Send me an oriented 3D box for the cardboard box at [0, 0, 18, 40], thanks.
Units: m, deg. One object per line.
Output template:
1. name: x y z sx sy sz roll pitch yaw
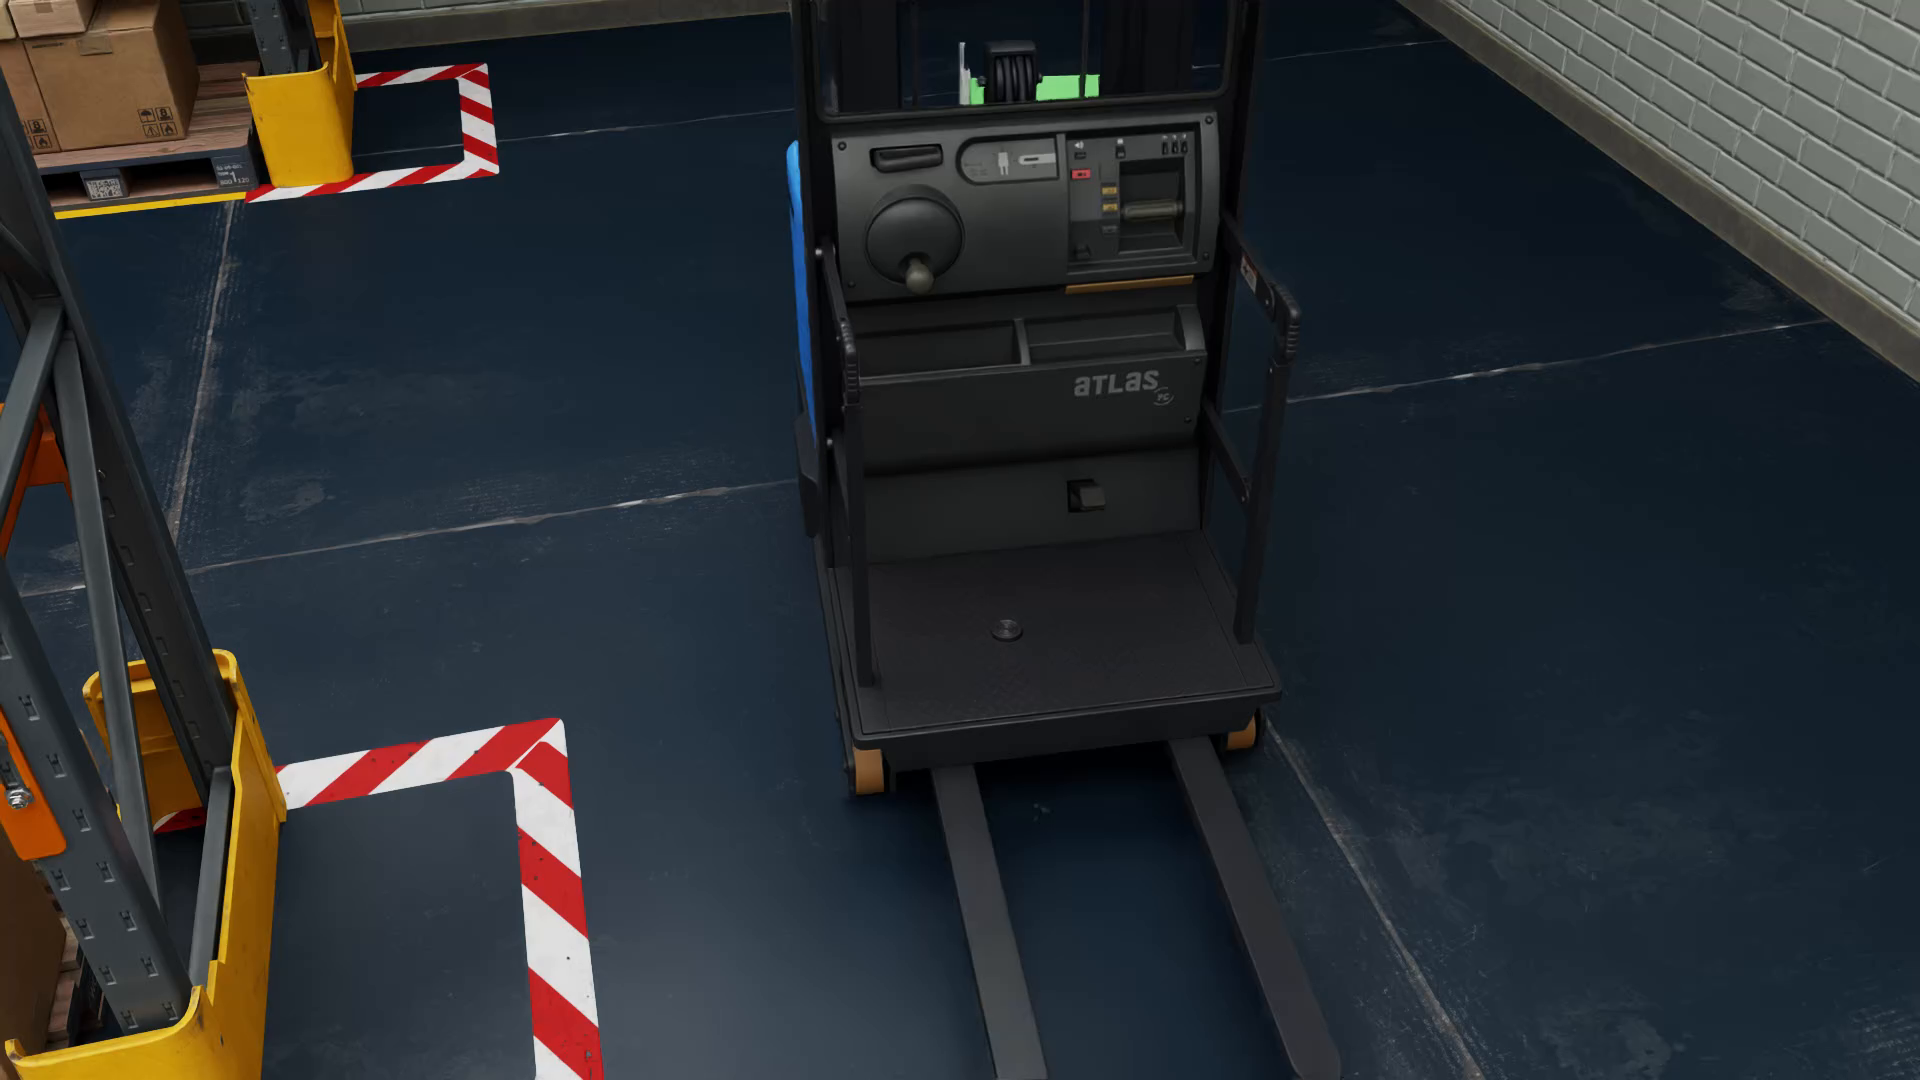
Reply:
1. cardboard box: -3.984 -2.177 6.805 0.250 0.149 0.380 -8 38 -11

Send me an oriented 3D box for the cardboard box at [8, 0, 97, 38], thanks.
1. cardboard box: -3.738 -2.218 6.858 0.250 0.149 0.380 -10 38 -12

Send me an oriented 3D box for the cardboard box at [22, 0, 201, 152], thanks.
1. cardboard box: -3.661 -2.087 7.222 0.500 0.500 0.700 -9 38 -12

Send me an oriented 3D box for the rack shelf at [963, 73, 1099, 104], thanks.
1. rack shelf: 0.256 -1.404 5.413 0.480 0.148 0.258 -3 38 -4

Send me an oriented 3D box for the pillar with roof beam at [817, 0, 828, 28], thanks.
1. pillar with roof beam: 0.492 -3.876 2.910 0.400 9.000 9.100 -9 38 -12

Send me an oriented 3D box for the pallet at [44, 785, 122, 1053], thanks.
1. pallet: -2.559 1.069 3.680 1.213 0.211 1.003 -9 38 -12

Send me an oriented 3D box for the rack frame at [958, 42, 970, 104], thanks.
1. rack frame: 0.013 -1.060 5.649 0.015 1.200 0.240 -3 38 -4

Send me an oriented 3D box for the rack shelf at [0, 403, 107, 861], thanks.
1. rack shelf: -3.647 0.425 2.818 4.000 0.370 1.077 -9 38 -12

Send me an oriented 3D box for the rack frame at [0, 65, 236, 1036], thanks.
1. rack frame: -1.716 -0.178 3.014 0.127 3.000 1.000 -9 38 -12

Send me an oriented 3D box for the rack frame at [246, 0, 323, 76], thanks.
1. rack frame: -3.011 -3.083 6.811 0.127 3.000 1.000 -9 38 -12

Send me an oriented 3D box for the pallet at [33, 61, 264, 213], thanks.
1. pallet: -3.763 -1.803 7.433 1.213 0.211 1.003 -9 38 -12

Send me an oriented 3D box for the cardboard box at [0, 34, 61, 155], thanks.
1. cardboard box: -4.144 -2.008 7.118 0.500 0.500 0.700 -9 38 -12

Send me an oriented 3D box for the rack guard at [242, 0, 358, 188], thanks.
1. rack guard: -2.988 -2.094 7.576 0.348 0.500 1.175 -9 38 -12

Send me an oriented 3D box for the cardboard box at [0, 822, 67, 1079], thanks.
1. cardboard box: -2.177 0.871 3.338 0.500 0.500 0.500 -9 38 -12

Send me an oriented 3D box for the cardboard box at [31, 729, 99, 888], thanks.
1. cardboard box: -2.210 0.644 3.923 0.250 0.149 0.380 -9 38 -12

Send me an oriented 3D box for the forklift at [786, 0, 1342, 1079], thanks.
1. forklift: 0.202 -0.734 3.797 1.130 2.935 3.031 -6 38 -8

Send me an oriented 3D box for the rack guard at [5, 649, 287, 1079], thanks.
1. rack guard: -1.790 0.827 3.758 0.348 0.500 1.175 -9 38 -12

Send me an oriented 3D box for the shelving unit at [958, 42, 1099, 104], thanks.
1. shelving unit: 0.256 -1.074 5.666 0.503 1.200 0.258 -3 38 -4
